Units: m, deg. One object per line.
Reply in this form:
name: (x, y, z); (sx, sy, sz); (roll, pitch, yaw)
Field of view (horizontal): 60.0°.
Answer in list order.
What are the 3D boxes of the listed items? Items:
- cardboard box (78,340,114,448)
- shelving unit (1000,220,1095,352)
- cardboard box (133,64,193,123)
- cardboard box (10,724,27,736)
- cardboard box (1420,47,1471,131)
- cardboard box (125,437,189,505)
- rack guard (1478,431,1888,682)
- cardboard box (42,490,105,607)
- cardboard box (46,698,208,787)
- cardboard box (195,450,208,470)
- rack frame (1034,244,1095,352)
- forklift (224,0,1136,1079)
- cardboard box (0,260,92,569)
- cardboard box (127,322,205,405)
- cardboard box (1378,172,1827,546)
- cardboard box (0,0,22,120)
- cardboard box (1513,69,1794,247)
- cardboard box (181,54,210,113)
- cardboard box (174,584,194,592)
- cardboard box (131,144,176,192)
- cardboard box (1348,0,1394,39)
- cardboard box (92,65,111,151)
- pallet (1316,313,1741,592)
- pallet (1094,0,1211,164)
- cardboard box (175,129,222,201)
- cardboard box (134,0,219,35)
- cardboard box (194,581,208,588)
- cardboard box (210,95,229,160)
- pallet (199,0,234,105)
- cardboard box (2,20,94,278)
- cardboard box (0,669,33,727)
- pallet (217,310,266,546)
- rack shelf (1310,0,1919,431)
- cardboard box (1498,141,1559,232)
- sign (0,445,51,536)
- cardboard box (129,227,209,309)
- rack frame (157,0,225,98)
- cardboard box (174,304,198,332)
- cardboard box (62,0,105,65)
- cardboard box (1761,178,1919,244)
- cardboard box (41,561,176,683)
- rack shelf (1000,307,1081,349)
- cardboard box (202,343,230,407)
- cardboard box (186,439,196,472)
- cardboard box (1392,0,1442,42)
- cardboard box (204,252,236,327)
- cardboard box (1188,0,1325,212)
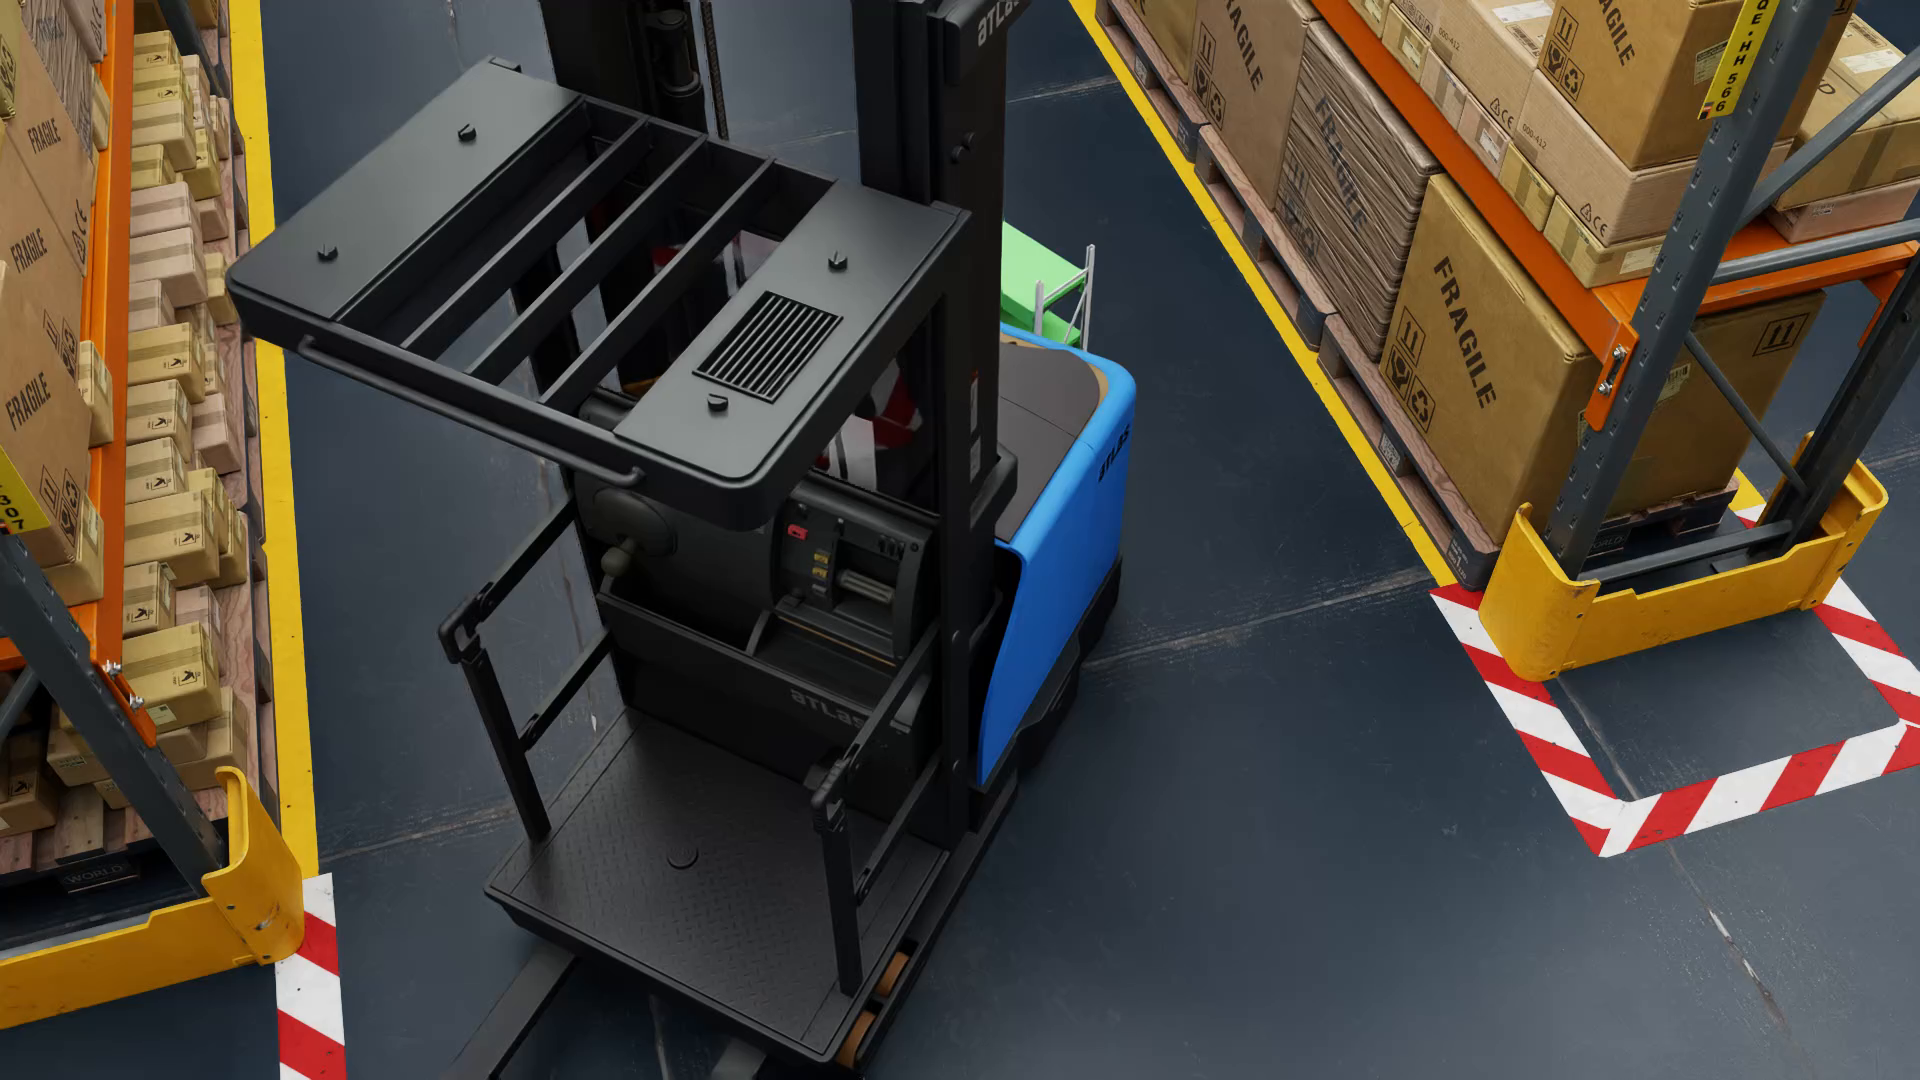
cardboard box: (-2.383, -0.337, 4.237); (0.380, 0.149, 0.250); (-15, 51, -12)
shelving unit: (0.137, -0.552, 5.431); (0.258, 1.200, 0.503); (-37, 59, -27)
cardboard box: (-3.173, -1.673, 6.400); (0.380, 0.149, 0.250); (-13, 51, -11)
cardboard box: (-2.985, 0.559, 4.907); (0.380, 0.149, 0.250); (-12, 51, -10)
cardboard box: (1.666, -1.431, 5.159); (0.380, 0.149, 0.250); (-13, 51, -10)
cardboard box: (-2.589, -0.140, 5.107); (0.380, 0.149, 0.250); (-16, 52, -13)
rack guard: (2.318, 0.053, 5.378); (1.175, 0.500, 0.348); (-13, 51, -11)
cardboard box: (-2.240, 0.048, 3.912); (0.380, 0.149, 0.250); (-14, 51, -11)
cardboard box: (-2.367, 0.524, 4.741); (0.380, 0.149, 0.250); (-11, 51, -9)
cardboard box: (-2.679, -0.123, 5.481); (0.380, 0.149, 0.250); (-13, 51, -11)
rack frame: (0.309, -0.420, 5.319); (0.240, 1.200, 0.015); (-37, 59, -27)
forklift: (-0.599, 0.091, 3.756); (1.130, 2.935, 3.031); (21, 53, 17)
cardboard box: (-2.326, -0.241, 3.731); (0.500, 0.500, 0.500); (-11, 51, -9)
cardboard box: (-2.696, -0.547, 5.450); (0.380, 0.149, 0.250); (-13, 51, -10)
cardboard box: (2.045, -0.670, 5.468); (0.875, 0.875, 0.875); (-13, 51, -11)
cardboard box: (-2.624, -1.313, 3.981); (0.500, 0.500, 0.500); (-14, 51, -12)
cardboard box: (1.914, -1.112, 4.629); (0.500, 0.250, 0.500); (-14, 51, -12)
cardboard box: (-3.243, -1.798, 6.699); (0.380, 0.149, 0.250); (-12, 51, -10)
cardboard box: (-2.551, 0.153, 5.055); (0.380, 0.149, 0.250); (-13, 51, -11)
cardboard box: (-3.090, -1.286, 6.073); (0.380, 0.149, 0.250); (-12, 51, -10)
cardboard box: (1.510, -1.810, 5.478); (0.380, 0.149, 0.250); (-13, 51, -11)
cardboard box: (-2.801, -1.282, 5.033); (0.380, 0.149, 0.250); (-12, 51, -10)
pallet: (2.000, -0.438, 5.981); (1.003, 0.211, 1.213); (-13, 51, -11)
pallet: (1.278, -2.220, 7.483); (1.003, 0.211, 1.213); (-13, 51, -11)
cardboard box: (-3.055, -1.412, 6.373); (0.380, 0.149, 0.250); (-15, 51, -12)
cardboard box: (-3.605, -2.573, 7.318); (0.500, 0.500, 0.500); (-12, 51, -10)
cardboard box: (-2.542, 0.254, 5.164); (0.380, 0.149, 0.250); (-13, 51, -11)
cardboard box: (-3.199, -1.651, 6.770); (0.380, 0.149, 0.250); (-13, 51, -11)
pallet: (-3.872, -2.313, 7.562); (1.003, 0.211, 1.213); (-13, 51, -11)
cardboard box: (-2.642, -0.987, 4.360); (0.500, 0.500, 0.500); (-13, 51, -10)
cardboard box: (-2.912, 0.441, 4.812); (0.380, 0.149, 0.250); (-14, 51, -12)
pallet: (-3.043, -0.370, 5.924); (1.003, 0.211, 1.213); (-13, 51, -11)
rack shelf: (1.719, -1.999, 5.944); (1.077, 0.370, 4.000); (-13, 51, -11)
cardboard box: (1.812, -1.064, 4.850); (0.380, 0.149, 0.250); (-13, 51, -11)
sign: (-1.939, -0.124, 3.327); (0.100, 0.325, 0.005); (-13, 51, -11)
cardboard box: (-2.830, -0.915, 5.760); (0.380, 0.149, 0.250); (-15, 51, -12)
rack frame: (-3.640, -2.644, 6.017); (1.000, 3.000, 0.127); (-13, 51, -11)
cardboard box: (-2.921, -0.824, 5.878); (0.380, 0.149, 0.250); (-16, 52, -13)
cardboard box: (-2.929, -1.740, 4.995); (0.500, 0.500, 0.500); (-14, 51, -11)
cardboard box: (2.521, -1.023, 4.815); (0.380, 0.149, 0.250); (-13, 51, -11)
cardboard box: (-2.484, 0.236, 4.790); (0.380, 0.149, 0.250); (-12, 51, -10)
rack shelf: (0.137, -0.666, 5.296); (0.258, 0.148, 0.480); (-37, 59, -27)
cardboard box: (-2.777, -0.521, 5.817); (0.380, 0.149, 0.250); (-13, 51, -11)
cardboard box: (-2.692, -0.231, 5.378); (0.380, 0.149, 0.250); (-16, 52, -13)
cardboard box: (1.614, -1.854, 5.254); (0.500, 0.250, 0.500); (-15, 51, -12)
cardboard box: (-2.893, -0.895, 6.133); (0.380, 0.149, 0.250); (-13, 51, -11)
cardboard box: (1.513, -1.985, 6.576); (0.875, 0.875, 0.875); (-13, 51, -11)
